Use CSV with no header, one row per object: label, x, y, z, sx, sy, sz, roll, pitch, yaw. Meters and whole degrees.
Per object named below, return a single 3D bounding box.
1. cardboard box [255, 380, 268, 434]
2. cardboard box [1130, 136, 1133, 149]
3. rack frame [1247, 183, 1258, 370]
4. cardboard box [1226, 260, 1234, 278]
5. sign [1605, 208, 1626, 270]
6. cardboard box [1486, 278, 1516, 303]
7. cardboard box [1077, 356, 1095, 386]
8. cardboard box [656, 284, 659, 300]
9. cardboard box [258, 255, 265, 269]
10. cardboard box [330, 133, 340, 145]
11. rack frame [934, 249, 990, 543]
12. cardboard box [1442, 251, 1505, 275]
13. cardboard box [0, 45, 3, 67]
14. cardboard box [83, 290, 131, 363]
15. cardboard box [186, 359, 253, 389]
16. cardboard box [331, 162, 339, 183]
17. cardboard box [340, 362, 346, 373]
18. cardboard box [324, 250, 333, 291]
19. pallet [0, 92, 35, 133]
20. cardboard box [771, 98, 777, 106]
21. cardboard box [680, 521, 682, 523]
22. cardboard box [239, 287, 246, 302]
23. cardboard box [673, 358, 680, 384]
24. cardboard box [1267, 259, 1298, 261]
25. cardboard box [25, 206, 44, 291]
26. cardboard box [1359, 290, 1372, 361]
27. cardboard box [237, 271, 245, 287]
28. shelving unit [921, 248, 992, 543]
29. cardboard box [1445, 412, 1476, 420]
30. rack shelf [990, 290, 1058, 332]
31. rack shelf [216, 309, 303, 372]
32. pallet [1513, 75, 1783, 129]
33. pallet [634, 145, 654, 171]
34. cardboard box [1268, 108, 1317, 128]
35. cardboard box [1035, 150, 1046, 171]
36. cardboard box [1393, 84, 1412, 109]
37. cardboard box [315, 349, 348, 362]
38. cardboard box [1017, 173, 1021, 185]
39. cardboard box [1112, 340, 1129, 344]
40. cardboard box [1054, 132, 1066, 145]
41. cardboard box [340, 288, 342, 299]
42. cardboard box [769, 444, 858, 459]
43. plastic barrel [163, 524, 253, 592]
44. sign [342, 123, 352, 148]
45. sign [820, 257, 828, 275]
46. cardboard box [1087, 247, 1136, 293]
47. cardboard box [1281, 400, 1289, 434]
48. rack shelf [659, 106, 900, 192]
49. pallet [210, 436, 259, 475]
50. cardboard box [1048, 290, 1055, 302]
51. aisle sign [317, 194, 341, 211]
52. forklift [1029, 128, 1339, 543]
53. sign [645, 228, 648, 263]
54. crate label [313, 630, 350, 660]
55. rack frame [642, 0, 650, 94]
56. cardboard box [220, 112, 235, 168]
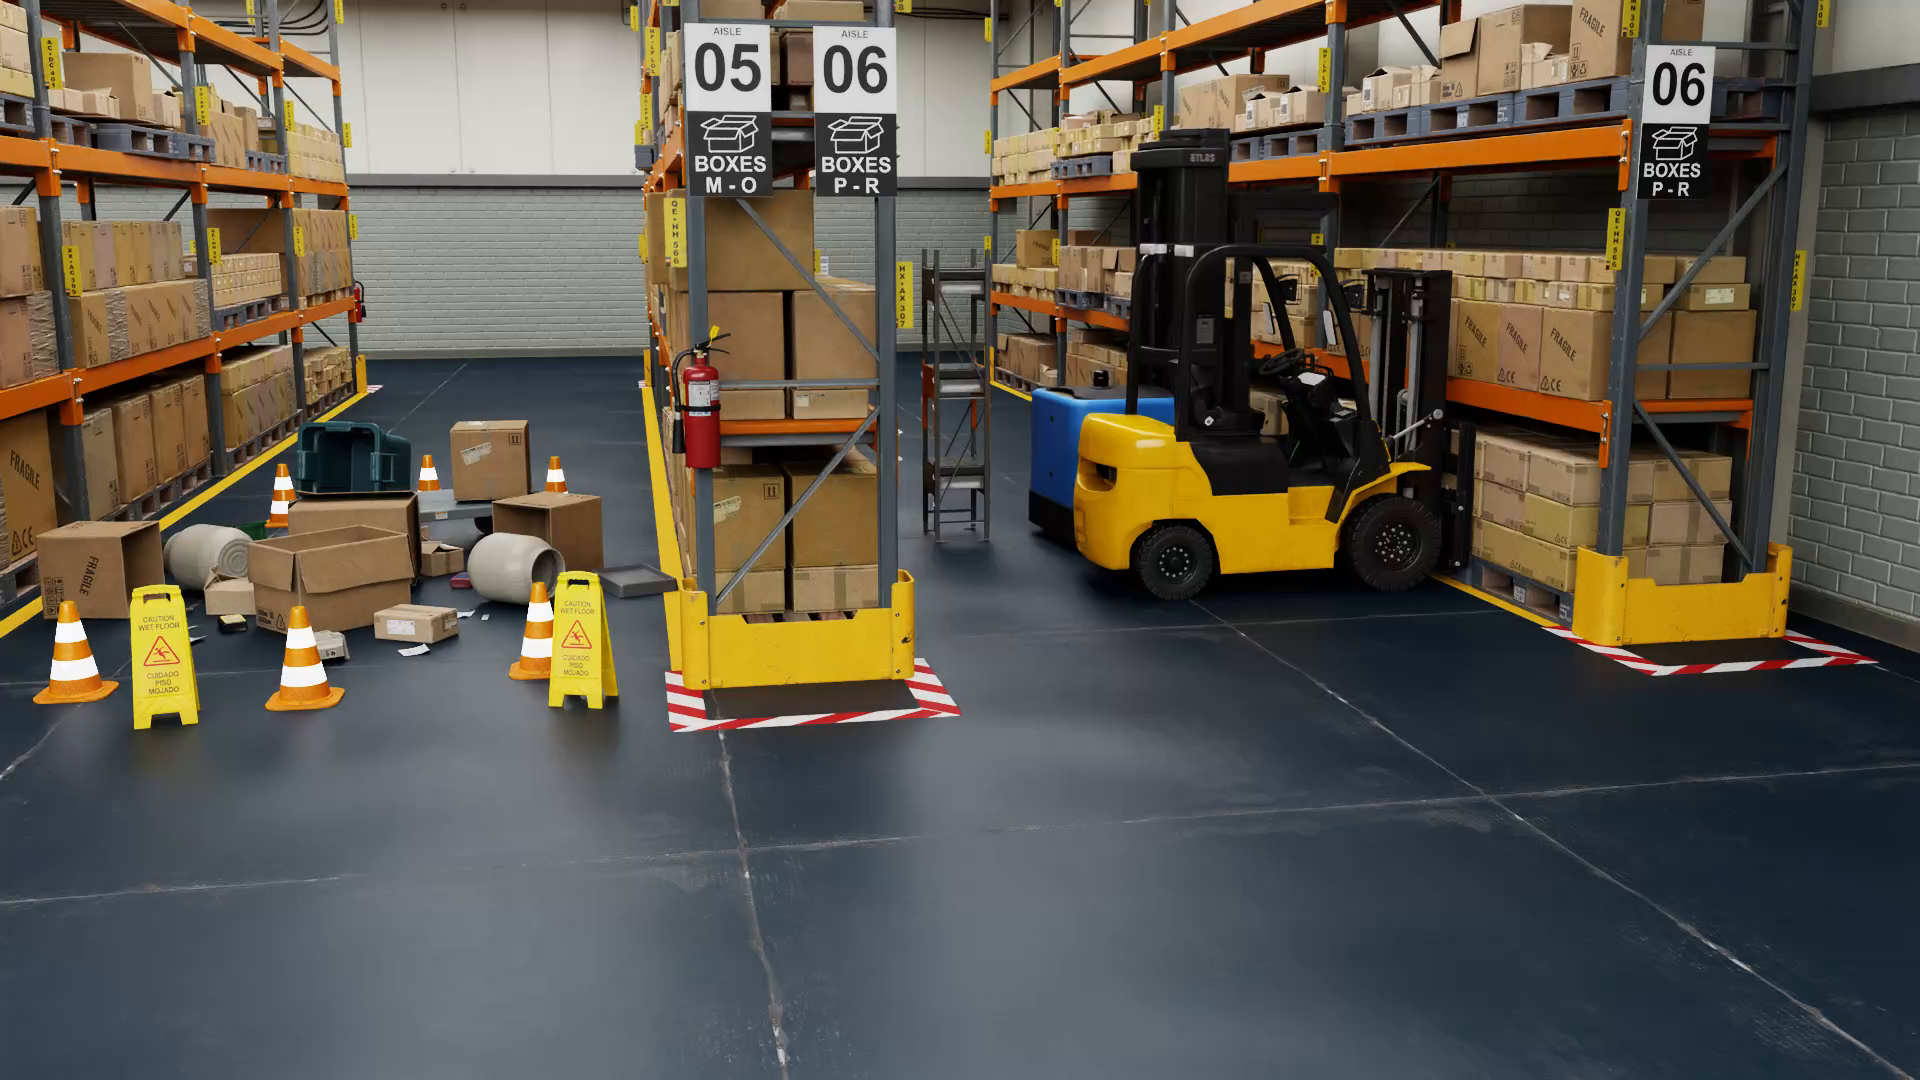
cardboard box,-7.299,-1.336,16.758,0.500,0.500,0.500,-2,11,-12
cardboard box,2.044,-4.254,17.835,0.380,0.149,0.250,-2,11,-11
rack frame,2.498,-2.413,16.850,1.000,3.000,0.127,-2,11,-11
cardboard box,2.532,-2.475,15.175,0.380,0.149,0.250,-2,11,-10
sign,3.519,-1.613,8.921,0.100,0.325,0.005,-2,11,-11
cardboard box,3.507,-1.555,10.344,0.380,0.149,0.250,-2,11,-13
cardboard box,1.706,-1.930,19.879,0.500,0.500,0.500,-2,11,-12
cardboard box,-2.714,-2.483,16.284,0.500,0.250,0.500,-2,11,-11
cardboard box,-7.562,-2.930,17.528,0.380,0.149,0.250,-2,11,-11
cardboard box,-8.409,-5.291,21.949,0.380,0.149,0.250,-2,11,-12
rack frame,0.015,-1.017,11.925,0.400,2.100,0.015,-2,11,-11
cardboard box,3.441,-1.845,11.071,0.380,0.149,0.250,-2,11,-11
cardboard box,-5.983,-2.927,9.745,0.500,0.250,0.500,-2,11,-11
cardboard box,-6.366,-1.547,12.036,0.500,0.500,0.500,-2,11,-11
cardboard box,-7.202,-1.608,16.179,0.500,0.250,0.500,-2,11,-12
cardboard box,-8.308,-4.733,21.420,0.500,0.250,0.500,-2,11,-11
cardboard box,-8.277,-2.270,21.809,0.380,0.149,0.250,-3,11,-13
cardboard box,-8.132,-3.343,20.677,0.500,0.500,0.500,-2,11,-8
pallet,-6.279,-2.579,9.938,1.003,0.211,1.213,-2,11,-11
cardboard box,-0.864,-2.599,9.411,0.500,0.250,0.500,-2,11,-9
cardboard box,-1.522,-0.041,10.619,0.500,0.250,0.500,-2,11,-12
cardboard box,-7.355,-2.448,16.586,0.380,0.149,0.250,-2,11,-10
cardboard box,-1.606,-1.070,10.468,0.380,0.149,0.250,-2,11,-11
cardboard box,3.001,-2.541,15.524,0.380,0.149,0.250,-2,11,-11
cardboard box,-6.390,-1.835,10.524,0.875,0.550,0.550,-2,11,-11
cardboard box,3.223,-1.542,12.010,0.500,0.500,0.500,-2,11,-10
cardboard box,-7.355,-2.594,16.556,0.380,0.149,0.250,-2,11,-12
shelving unit,-0.032,-1.062,12.160,0.431,2.100,0.503,-2,11,-11
cardboard box,3.260,-0.741,11.622,0.500,0.250,0.500,-2,11,-9
rack shelf,1.331,-3.160,22.699,1.077,0.370,4.000,-2,11,-11
rack shelf,-7.595,-2.046,16.850,1.077,0.370,4.000,-2,11,-11
pallet,3.942,-2.506,9.556,1.003,0.211,1.213,-2,11,-11
pallet,-2.548,-3.728,16.246,1.213,0.211,1.003,-2,11,-8
cardboard box,2.764,-3.475,13.692,0.380,0.149,0.250,-2,11,-11
cardboard box,1.269,-4.867,21.326,0.500,0.250,0.500,-3,11,-13
cardboard box,3.215,-3.050,11.459,0.380,0.149,0.250,-2,11,-9
cardboard box,-8.243,-2.419,21.796,0.380,0.149,0.250,-2,11,-12
cardboard box,0.979,-4.878,22.455,0.380,0.149,0.250,-2,11,-11
cardboard box,2.074,-2.386,20.539,0.380,0.149,0.250,-3,11,-13
cardboard box,1.348,-4.827,20.000,0.380,0.149,0.250,-2,11,-9
cardboard box,-8.347,-3.235,21.842,0.380,0.149,0.250,-2,11,-12
cardboard box,-0.901,-0.339,10.178,0.500,0.500,0.500,-2,11,-10
plastic barrel,-4.703,0.119,10.442,0.512,0.421,0.421,6,12,28
sign,-8.214,-5.425,22.288,0.100,0.325,0.005,-2,11,-11
sign,-2.513,-4.791,29.600,0.329,0.494,0.001,-2,11,-11
cardboard box,1.848,-3.066,18.892,0.700,0.500,0.500,-2,11,-11
cardboard box,3.163,-0.814,13.679,0.875,0.625,0.625,-2,11,-8
rack shelf,-1.204,-2.251,9.903,1.077,0.370,4.000,-2,11,-11
pallet,-7.357,-0.806,15.869,1.003,0.211,1.213,-2,11,-11
cardboard box,1.338,-3.119,21.234,0.380,0.149,0.250,-2,11,-9
aisle sign,-8.482,-4.802,22.449,0.394,0.787,0.004,-2,11,-11
forklift,2.099,-1.512,12.303,3.031,2.935,1.130,-3,11,-15
sign,-2.914,-2.780,15.681,0.100,0.325,0.005,-2,11,-11
crate label,-3.400,0.571,8.831,0.250,0.136,0.298,-9,14,-40
rack frame,-3.148,-5.912,19.192,1.000,3.000,0.127,-2,11,-11
cardboard box,-7.161,-3.761,15.647,0.500,0.500,0.500,-2,11,-11
